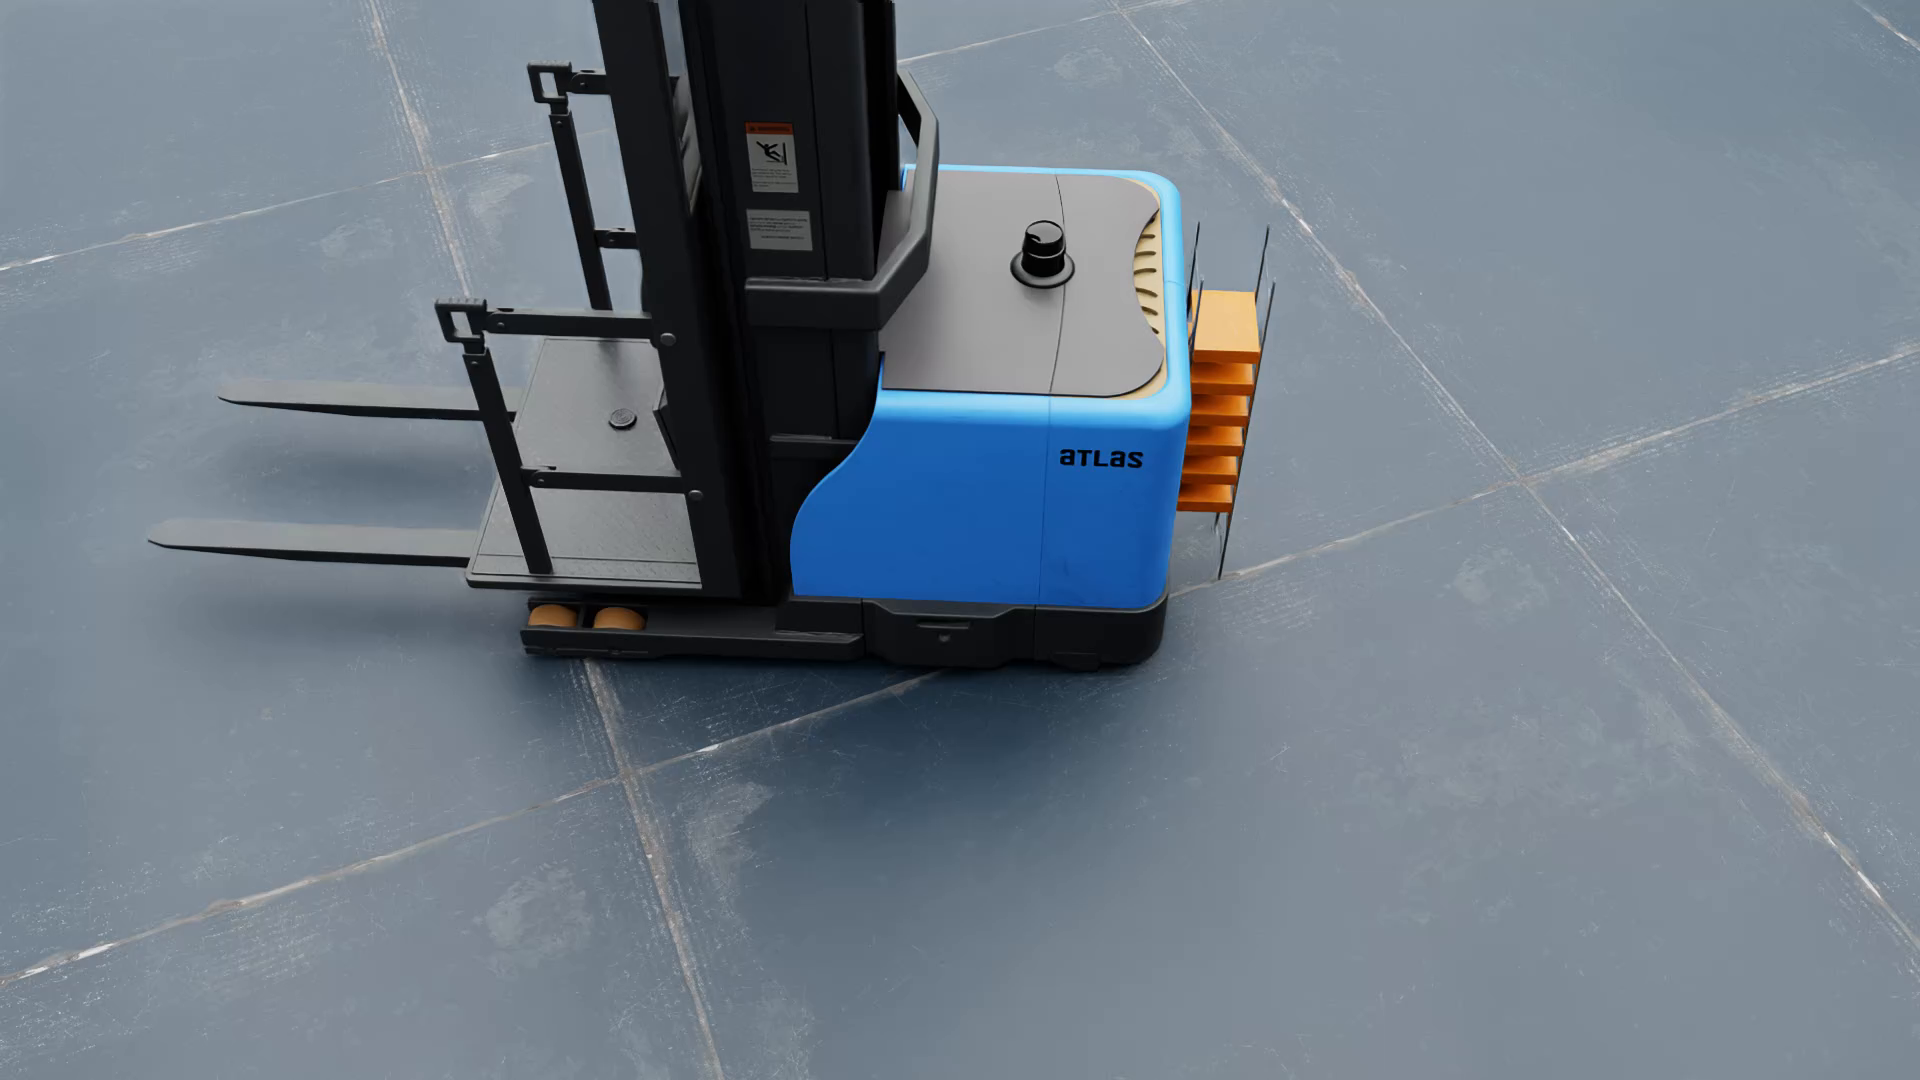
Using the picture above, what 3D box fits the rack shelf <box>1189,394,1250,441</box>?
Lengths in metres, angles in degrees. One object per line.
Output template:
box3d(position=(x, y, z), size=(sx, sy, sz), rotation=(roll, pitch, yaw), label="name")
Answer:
box3d(position=(0.716, -0.408, 4.710), size=(0.180, 0.103, 0.258), rotation=(2, 49, 2), label="rack shelf")

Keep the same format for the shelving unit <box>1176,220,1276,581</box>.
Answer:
box3d(position=(0.716, -0.359, 4.768), size=(0.189, 1.200, 0.258), rotation=(2, 49, 2), label="shelving unit")

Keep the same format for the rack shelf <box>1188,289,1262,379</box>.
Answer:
box3d(position=(0.716, -0.565, 4.528), size=(0.180, 0.103, 0.258), rotation=(2, 49, 2), label="rack shelf")

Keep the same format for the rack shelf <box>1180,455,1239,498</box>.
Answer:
box3d(position=(0.716, -0.252, 4.892), size=(0.180, 0.103, 0.258), rotation=(2, 49, 2), label="rack shelf")

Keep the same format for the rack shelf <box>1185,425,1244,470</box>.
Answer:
box3d(position=(0.716, -0.330, 4.801), size=(0.180, 0.103, 0.258), rotation=(2, 49, 2), label="rack shelf")

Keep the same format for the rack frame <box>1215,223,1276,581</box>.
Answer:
box3d(position=(0.808, -0.356, 4.764), size=(0.006, 1.200, 0.240), rotation=(2, 49, 2), label="rack frame")

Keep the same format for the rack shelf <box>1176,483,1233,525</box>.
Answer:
box3d(position=(0.716, -0.174, 4.983), size=(0.180, 0.103, 0.258), rotation=(2, 49, 2), label="rack shelf")

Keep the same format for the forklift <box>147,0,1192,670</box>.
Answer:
box3d(position=(-0.895, -1.001, 4.178), size=(3.031, 2.935, 1.130), rotation=(2, 49, 2), label="forklift")

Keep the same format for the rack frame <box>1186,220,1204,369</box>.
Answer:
box3d(position=(0.625, -0.363, 4.771), size=(0.006, 1.200, 0.240), rotation=(2, 49, 2), label="rack frame")

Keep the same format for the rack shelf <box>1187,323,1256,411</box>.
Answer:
box3d(position=(0.716, -0.487, 4.619), size=(0.180, 0.103, 0.258), rotation=(2, 49, 2), label="rack shelf")
